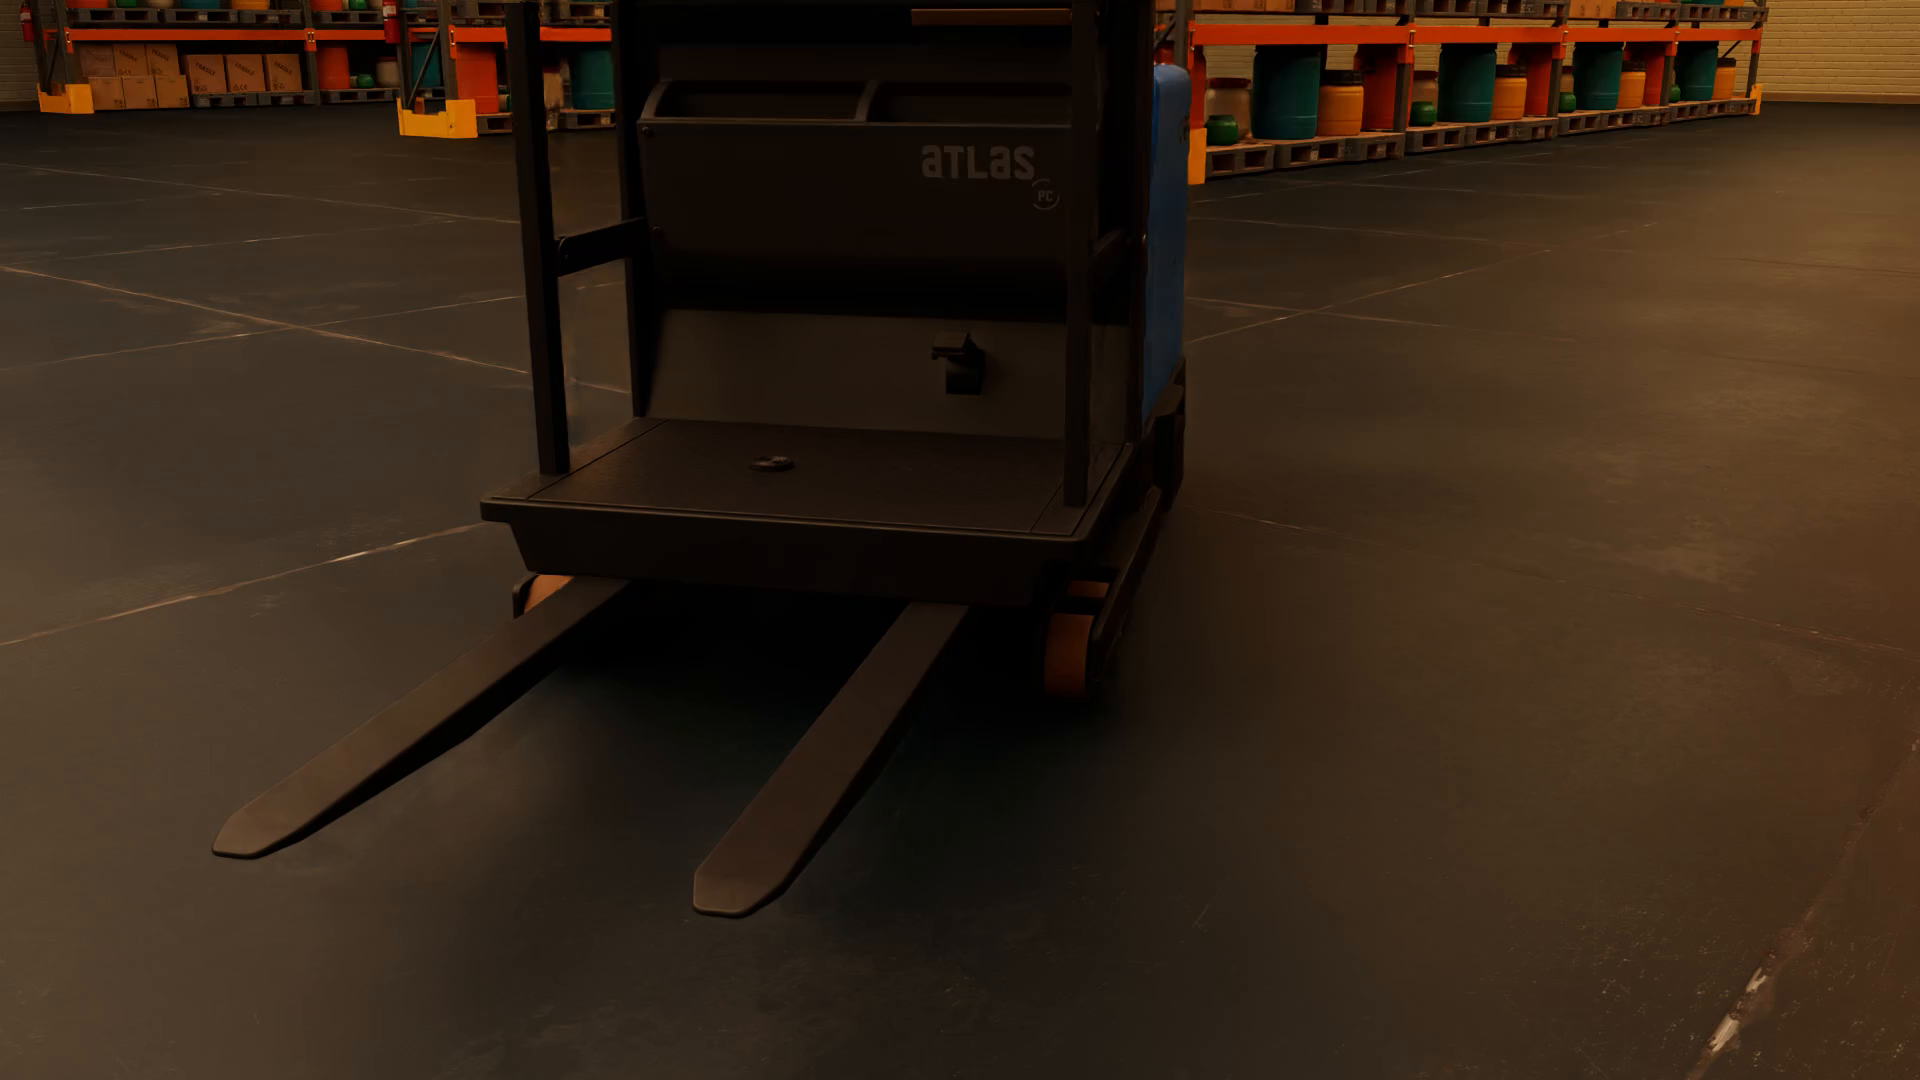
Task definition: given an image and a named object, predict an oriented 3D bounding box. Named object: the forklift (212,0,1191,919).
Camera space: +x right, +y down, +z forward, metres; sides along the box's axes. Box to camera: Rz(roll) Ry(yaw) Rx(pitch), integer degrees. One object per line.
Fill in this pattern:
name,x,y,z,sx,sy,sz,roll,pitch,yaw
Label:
forklift,-0.221,-1.229,2.944,1.130,2.935,3.031,4,17,12
